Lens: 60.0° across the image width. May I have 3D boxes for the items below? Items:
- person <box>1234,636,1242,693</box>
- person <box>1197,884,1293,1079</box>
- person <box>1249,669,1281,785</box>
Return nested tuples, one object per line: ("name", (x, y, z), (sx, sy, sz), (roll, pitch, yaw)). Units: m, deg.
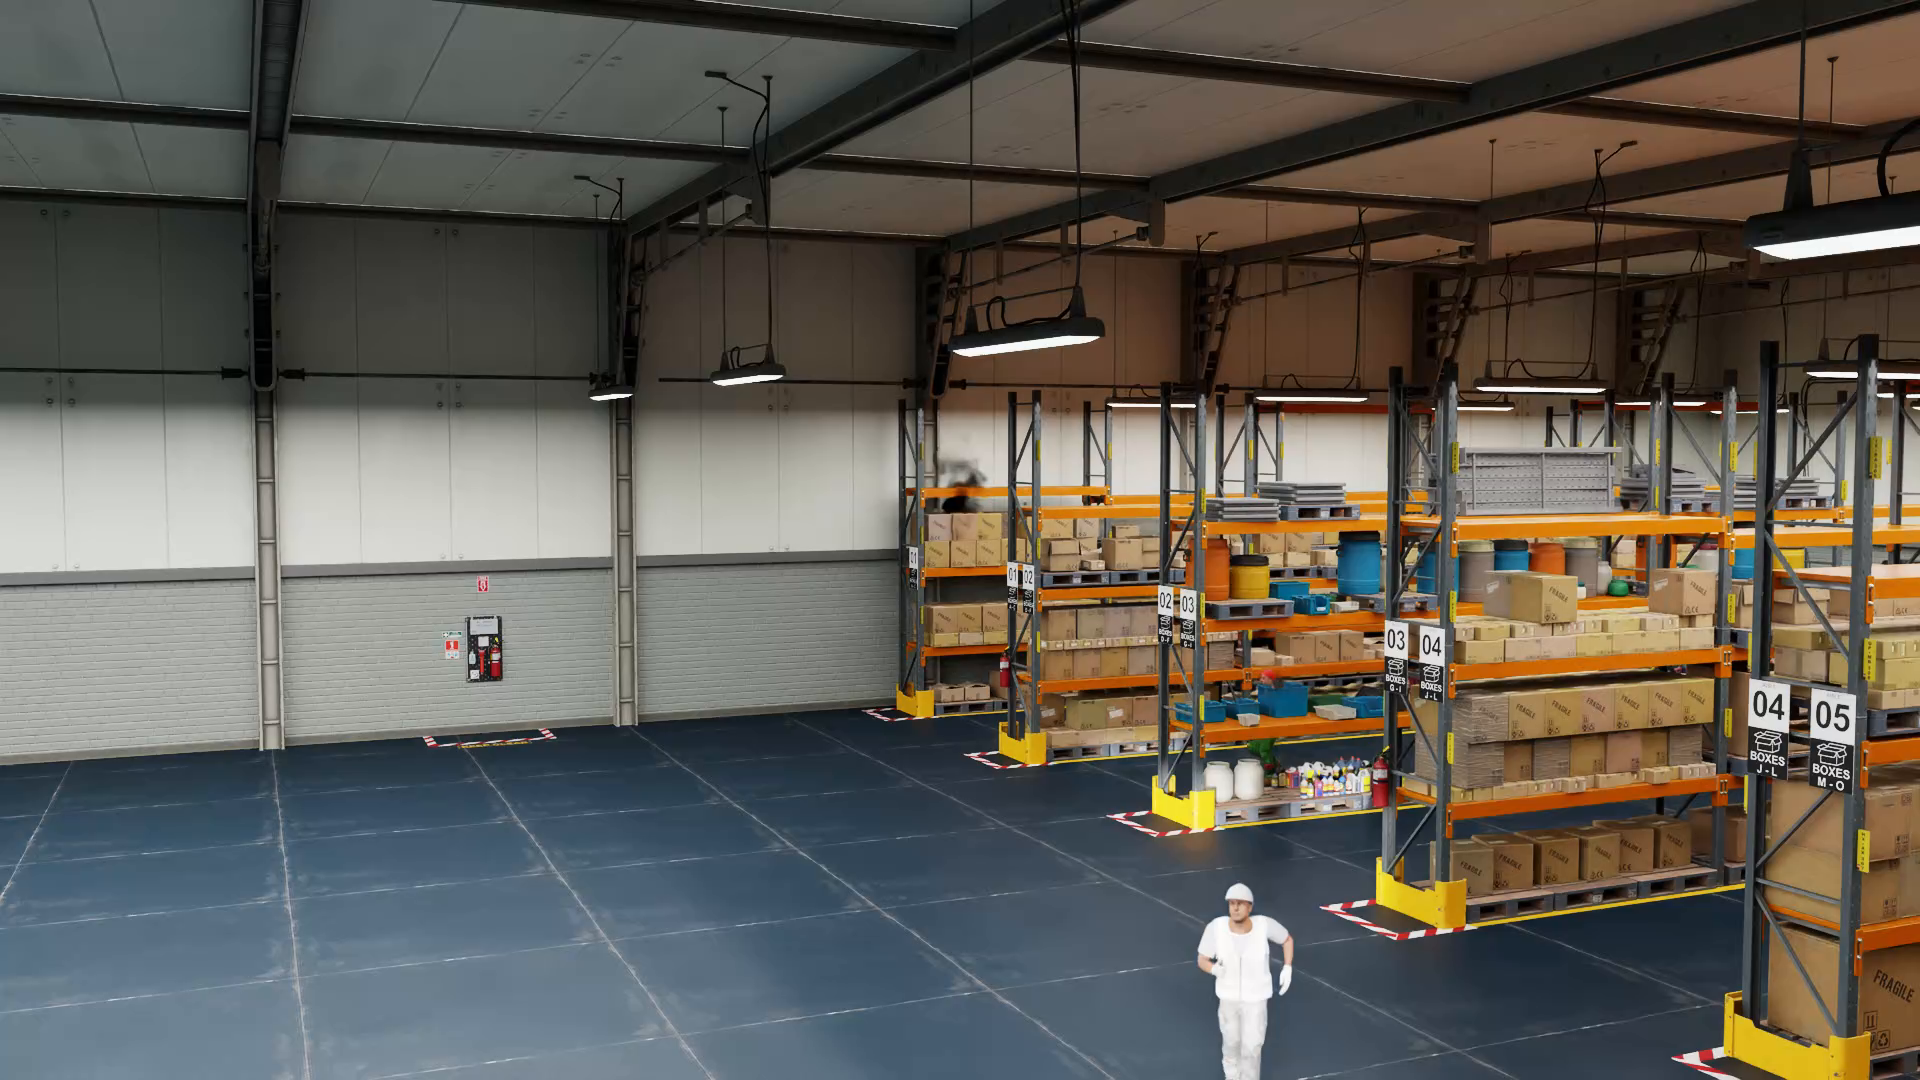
("person", (5.194, 2.541, 30.614), (0.873, 1.580, 0.545), (-2, 4, -30))
("person", (2.184, 3.525, 12.768), (0.695, 1.829, 0.924), (1, 4, 19))
("person", (4.663, 2.819, 25.130), (0.590, 1.752, 0.673), (-2, 4, -25))
